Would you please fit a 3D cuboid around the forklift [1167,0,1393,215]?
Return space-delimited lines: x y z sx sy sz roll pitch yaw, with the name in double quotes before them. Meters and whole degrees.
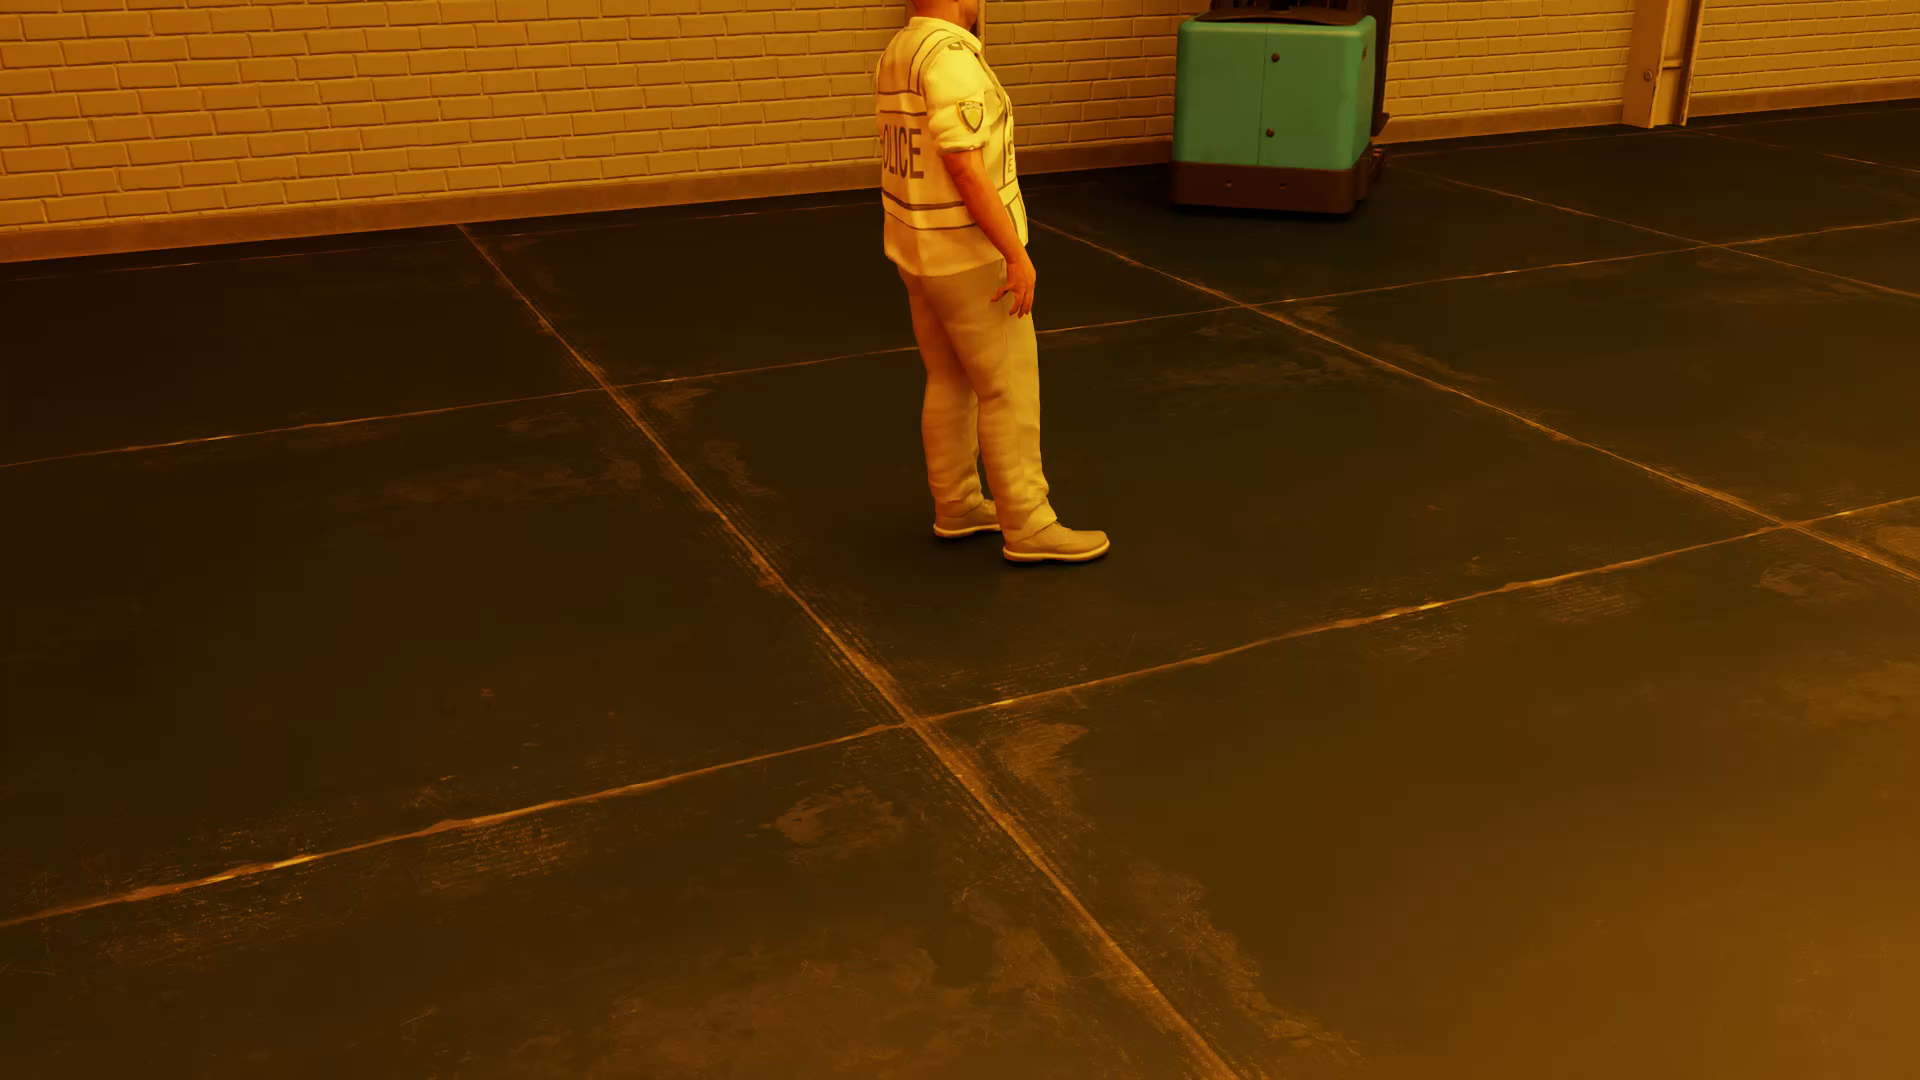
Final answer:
"forklift" 2.156 -3.719 10.240 1.130 2.935 3.031 7 24 17

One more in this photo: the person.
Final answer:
"person" 0.076 -0.838 4.782 0.575 1.781 0.640 -10 25 -23
